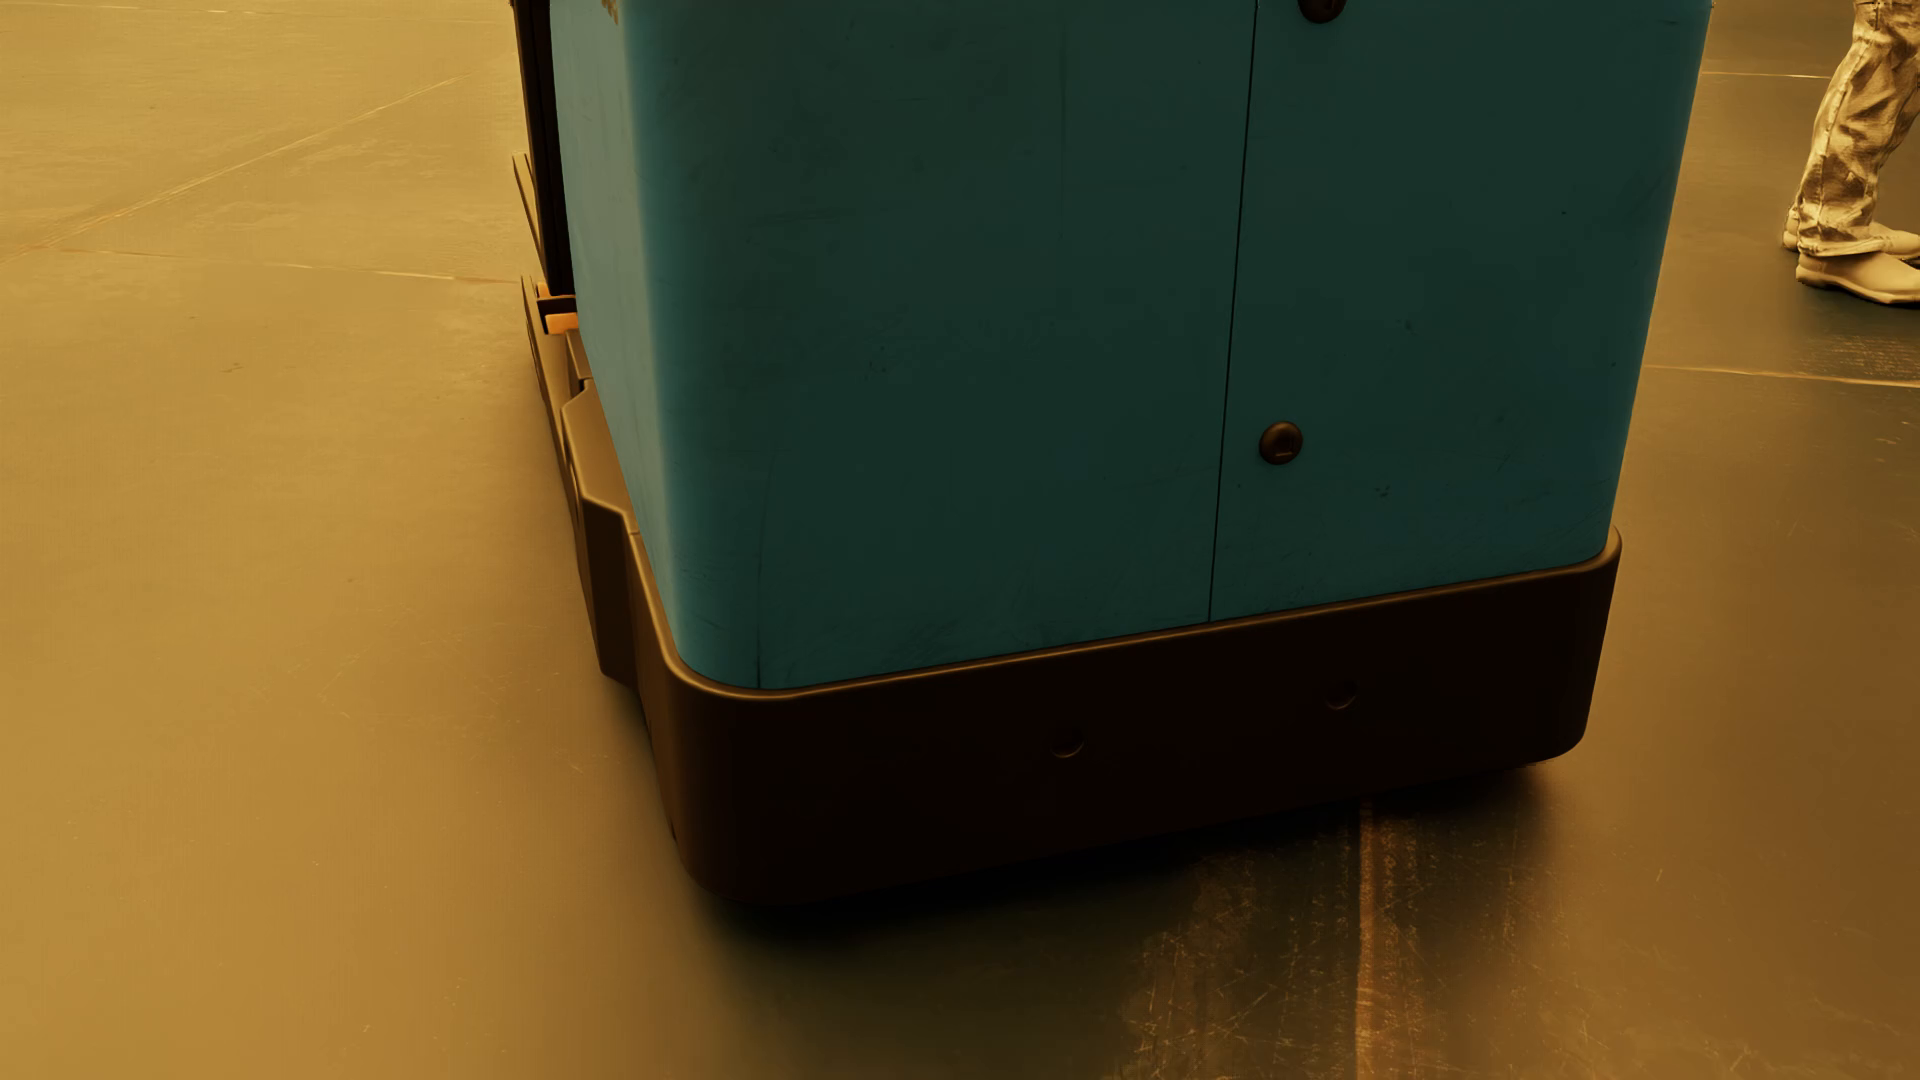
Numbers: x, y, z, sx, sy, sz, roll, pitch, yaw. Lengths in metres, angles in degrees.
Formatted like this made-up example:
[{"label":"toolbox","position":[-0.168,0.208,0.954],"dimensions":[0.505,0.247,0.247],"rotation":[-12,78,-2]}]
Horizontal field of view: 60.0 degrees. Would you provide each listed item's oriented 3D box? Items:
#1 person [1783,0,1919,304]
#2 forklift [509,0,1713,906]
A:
[{"label":"person","position":[2.000,-1.388,3.293],"dimensions":[0.764,1.767,0.499],"rotation":[-18,32,-31]},{"label":"forklift","position":[-0.195,-1.595,2.407],"dimensions":[1.130,2.935,3.031],"rotation":[-8,28,-15]}]
